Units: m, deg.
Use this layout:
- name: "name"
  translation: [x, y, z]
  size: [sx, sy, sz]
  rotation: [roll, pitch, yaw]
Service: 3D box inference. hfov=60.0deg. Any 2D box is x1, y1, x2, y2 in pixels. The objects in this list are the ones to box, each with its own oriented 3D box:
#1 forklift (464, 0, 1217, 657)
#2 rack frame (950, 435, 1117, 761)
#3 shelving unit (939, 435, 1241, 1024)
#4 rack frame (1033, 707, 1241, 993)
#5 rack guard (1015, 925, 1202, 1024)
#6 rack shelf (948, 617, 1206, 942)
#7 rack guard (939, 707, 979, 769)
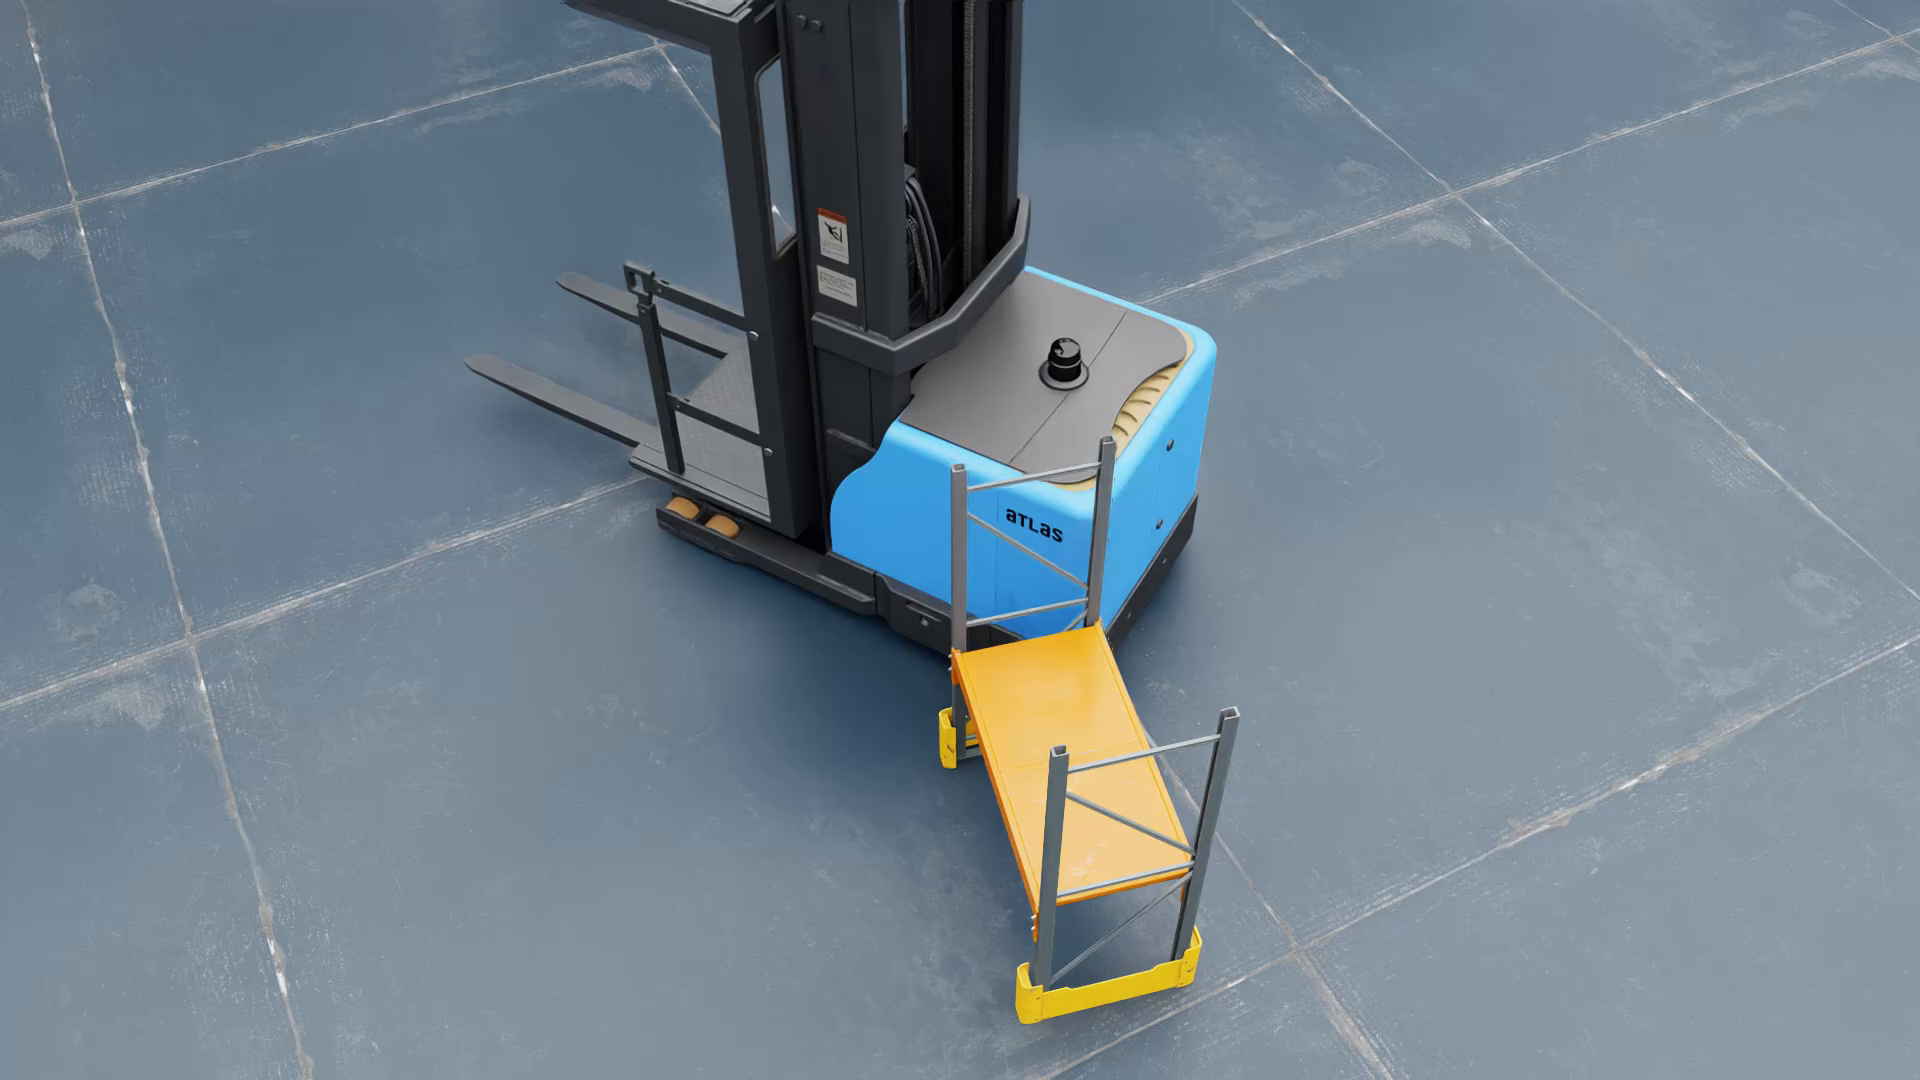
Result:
- name: "forklift"
  translation: [-0.615, -1.222, 5.764]
  size: [3.031, 2.935, 1.130]
  rotation: [23, 53, 19]
- name: "rack frame"
  translation: [0.217, 0.239, 5.437]
  size: [0.500, 1.500, 0.032]
  rotation: [-11, 50, -10]
- name: "shelving unit"
  translation: [0.343, 0.603, 5.119]
  size: [0.587, 1.500, 1.083]
  rotation: [-11, 50, -10]
- name: "rack frame"
  translation: [0.473, 0.980, 4.789]
  size: [0.500, 1.500, 0.032]
  rotation: [-11, 50, -10]
- name: "rack guard"
  translation: [0.468, 1.377, 5.272]
  size: [0.587, 0.250, 0.087]
  rotation: [-11, 50, -10]
- name: "rack shelf"
  translation: [0.345, 0.728, 5.249]
  size: [0.538, 0.185, 1.000]
  rotation: [-11, 50, -10]
- name: "rack guard"
  translation: [0.218, 0.651, 5.907]
  size: [0.587, 0.250, 0.087]
  rotation: [-11, 50, -10]
